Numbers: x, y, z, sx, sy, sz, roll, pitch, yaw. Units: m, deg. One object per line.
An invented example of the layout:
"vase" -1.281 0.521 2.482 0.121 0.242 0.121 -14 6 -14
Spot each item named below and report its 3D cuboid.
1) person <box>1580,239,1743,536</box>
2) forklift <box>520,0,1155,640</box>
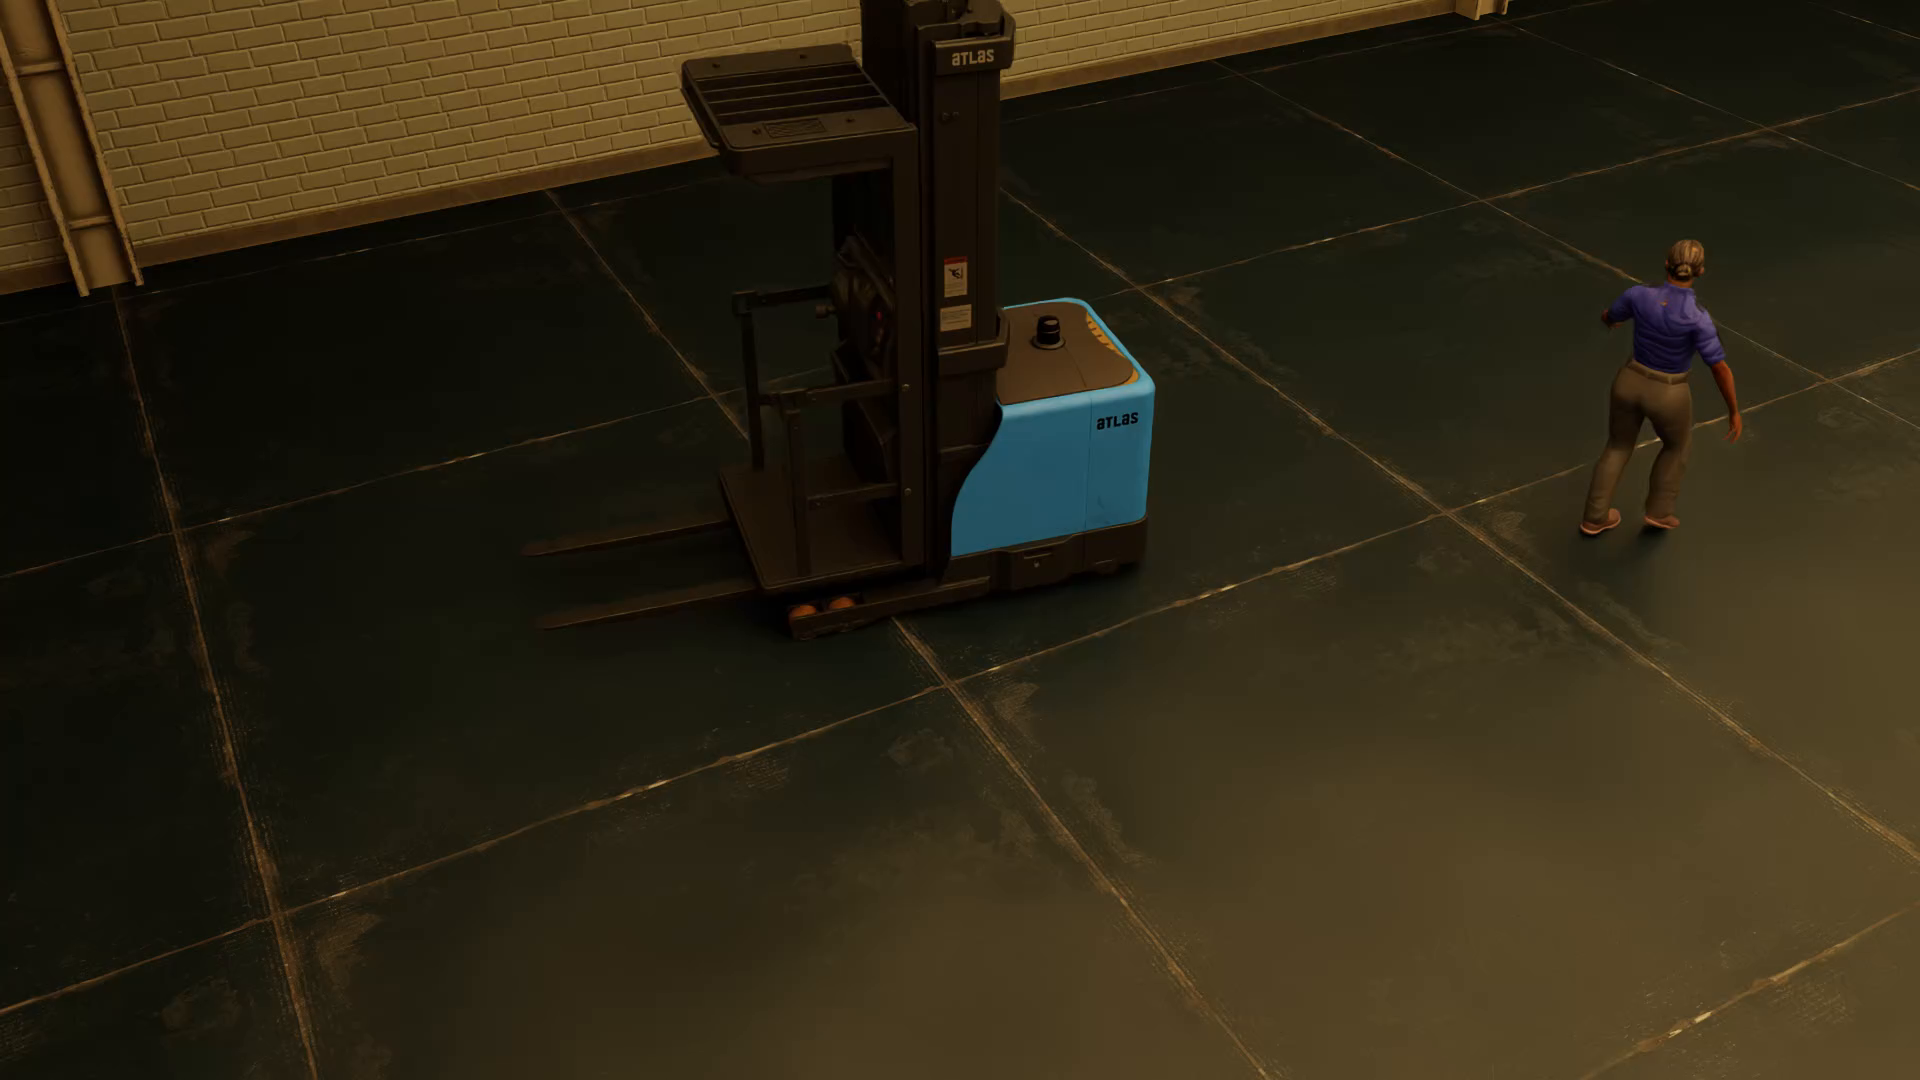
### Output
"person" 3.517 -0.733 8.338 0.551 1.687 0.899 -27 43 -32
"forklift" -0.633 -1.060 7.622 3.031 2.935 1.130 -11 37 -15
